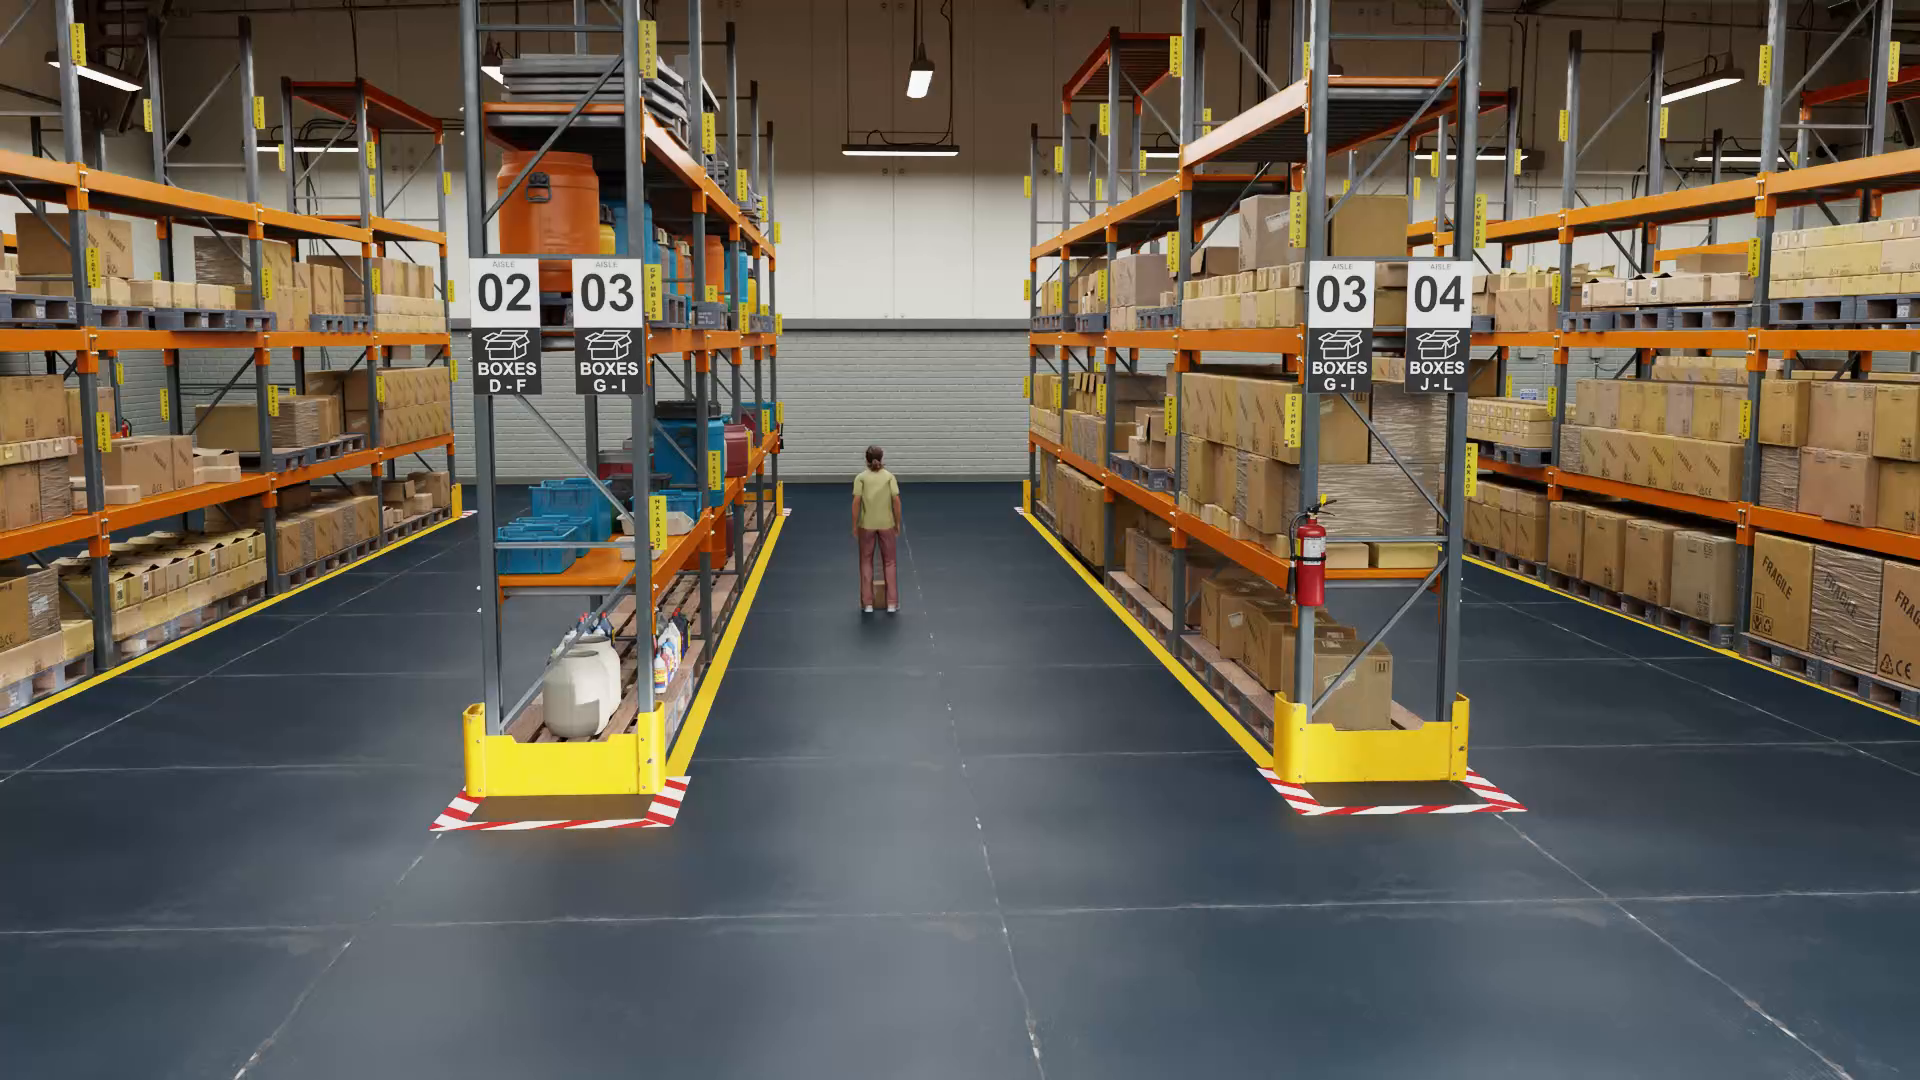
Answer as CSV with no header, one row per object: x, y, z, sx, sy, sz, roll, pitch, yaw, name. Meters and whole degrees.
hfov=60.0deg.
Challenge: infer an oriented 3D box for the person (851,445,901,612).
-0.839,-0.115,16.699,0.499,1.673,0.354,0,7,-4,person
